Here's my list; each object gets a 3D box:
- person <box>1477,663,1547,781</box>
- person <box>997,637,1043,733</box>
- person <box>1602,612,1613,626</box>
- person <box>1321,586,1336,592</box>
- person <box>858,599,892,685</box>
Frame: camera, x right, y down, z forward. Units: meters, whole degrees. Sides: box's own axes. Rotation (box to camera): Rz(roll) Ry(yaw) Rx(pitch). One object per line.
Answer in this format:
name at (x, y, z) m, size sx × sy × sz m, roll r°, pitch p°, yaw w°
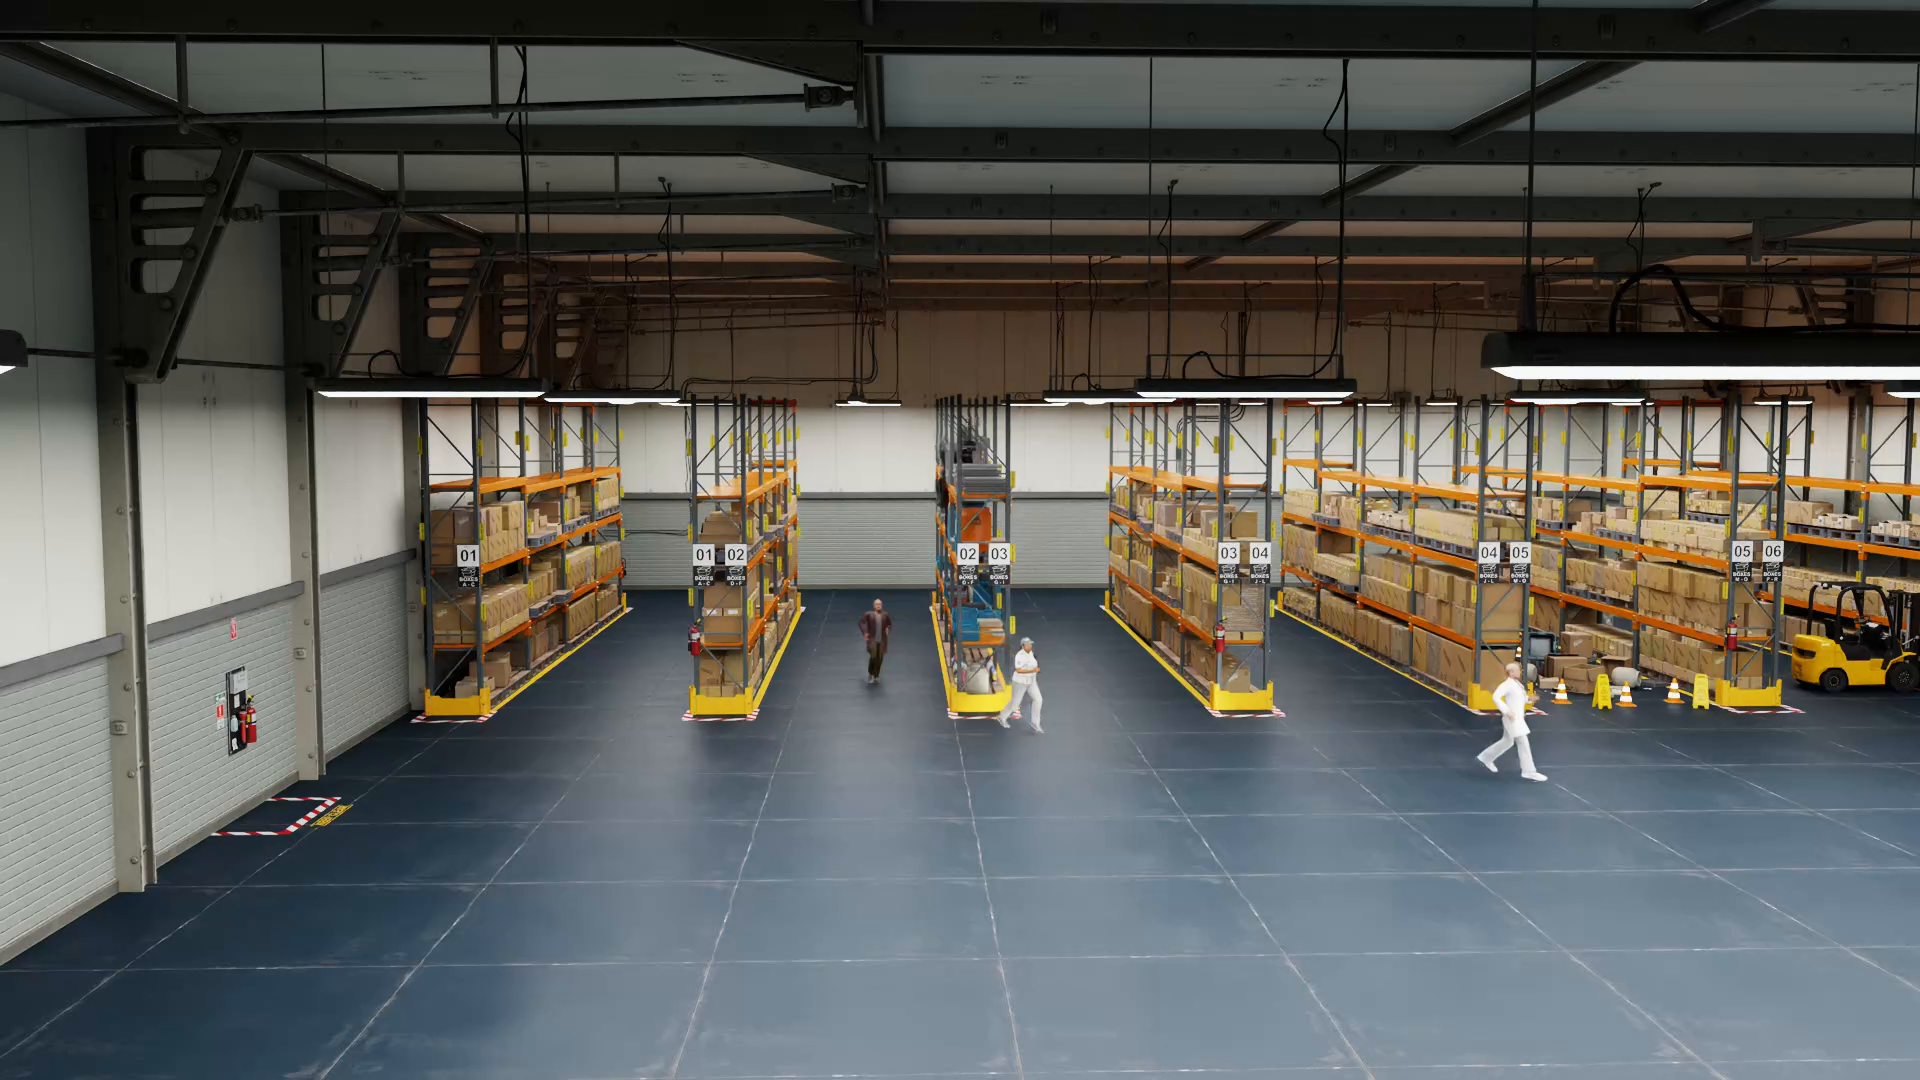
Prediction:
person at (8.540, 2.783, 25.696) m, size 1.063 × 1.765 × 0.703 m, roll 2°, pitch 5°, yaw 25°
person at (1.109, 2.575, 29.583) m, size 0.881 × 1.716 × 0.612 m, roll 4°, pitch 6°, yaw 40°
person at (16.632, 1.547, 42.645) m, size 0.612 × 1.639 × 0.542 m, roll 0°, pitch 4°, yaw 0°
person at (10.945, 1.014, 49.138) m, size 0.621 × 1.691 × 0.675 m, roll 0°, pitch 5°, yaw 4°
person at (-1.731, 2.123, 34.624) m, size 0.680 × 1.777 × 0.741 m, roll -1°, pitch 5°, yaw -17°
